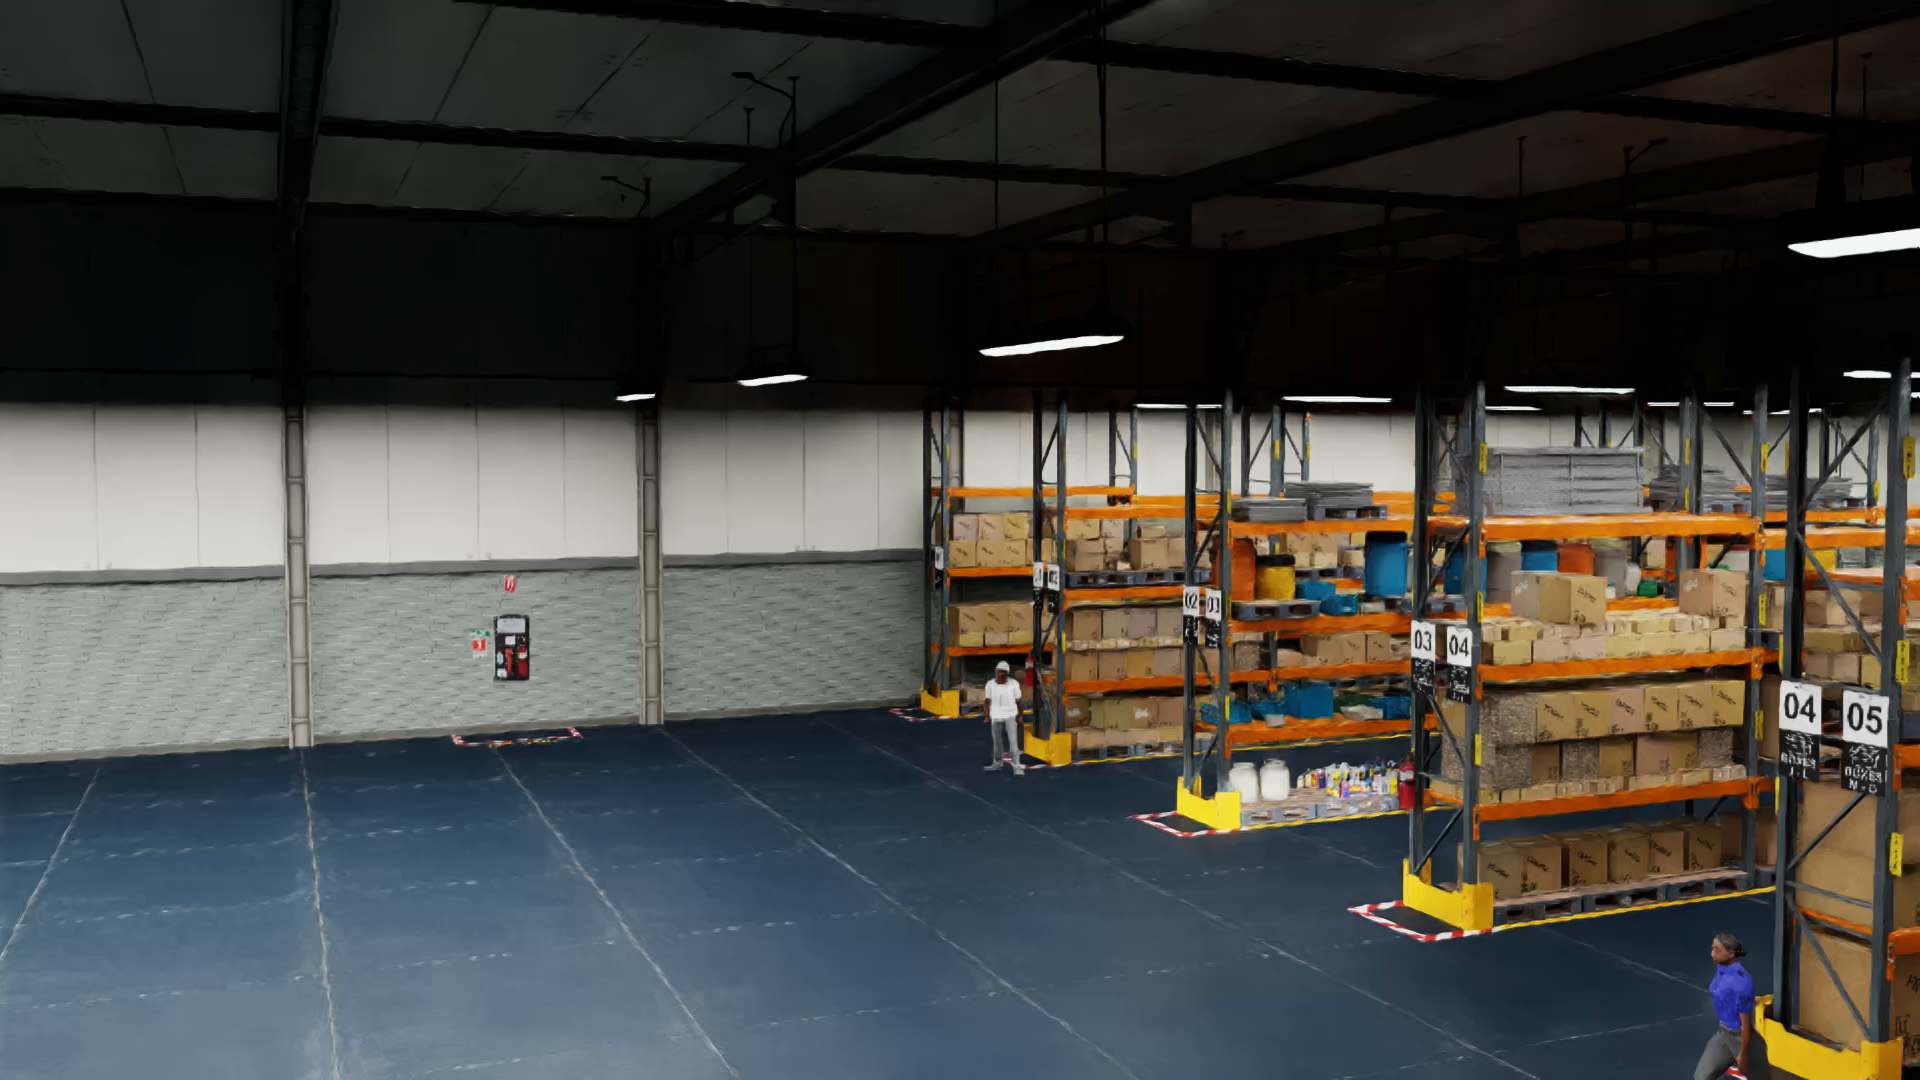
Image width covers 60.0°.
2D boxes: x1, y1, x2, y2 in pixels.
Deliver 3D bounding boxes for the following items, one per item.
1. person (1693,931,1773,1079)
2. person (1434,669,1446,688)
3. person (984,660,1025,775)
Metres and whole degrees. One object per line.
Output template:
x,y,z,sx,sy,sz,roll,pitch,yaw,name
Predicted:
5.645,3.644,12.122,0.934,1.602,0.492,0,3,2,person
9.079,2.379,32.253,0.668,1.744,0.589,0,3,0,person
0.701,2.751,25.845,0.717,1.759,0.536,1,3,13,person
